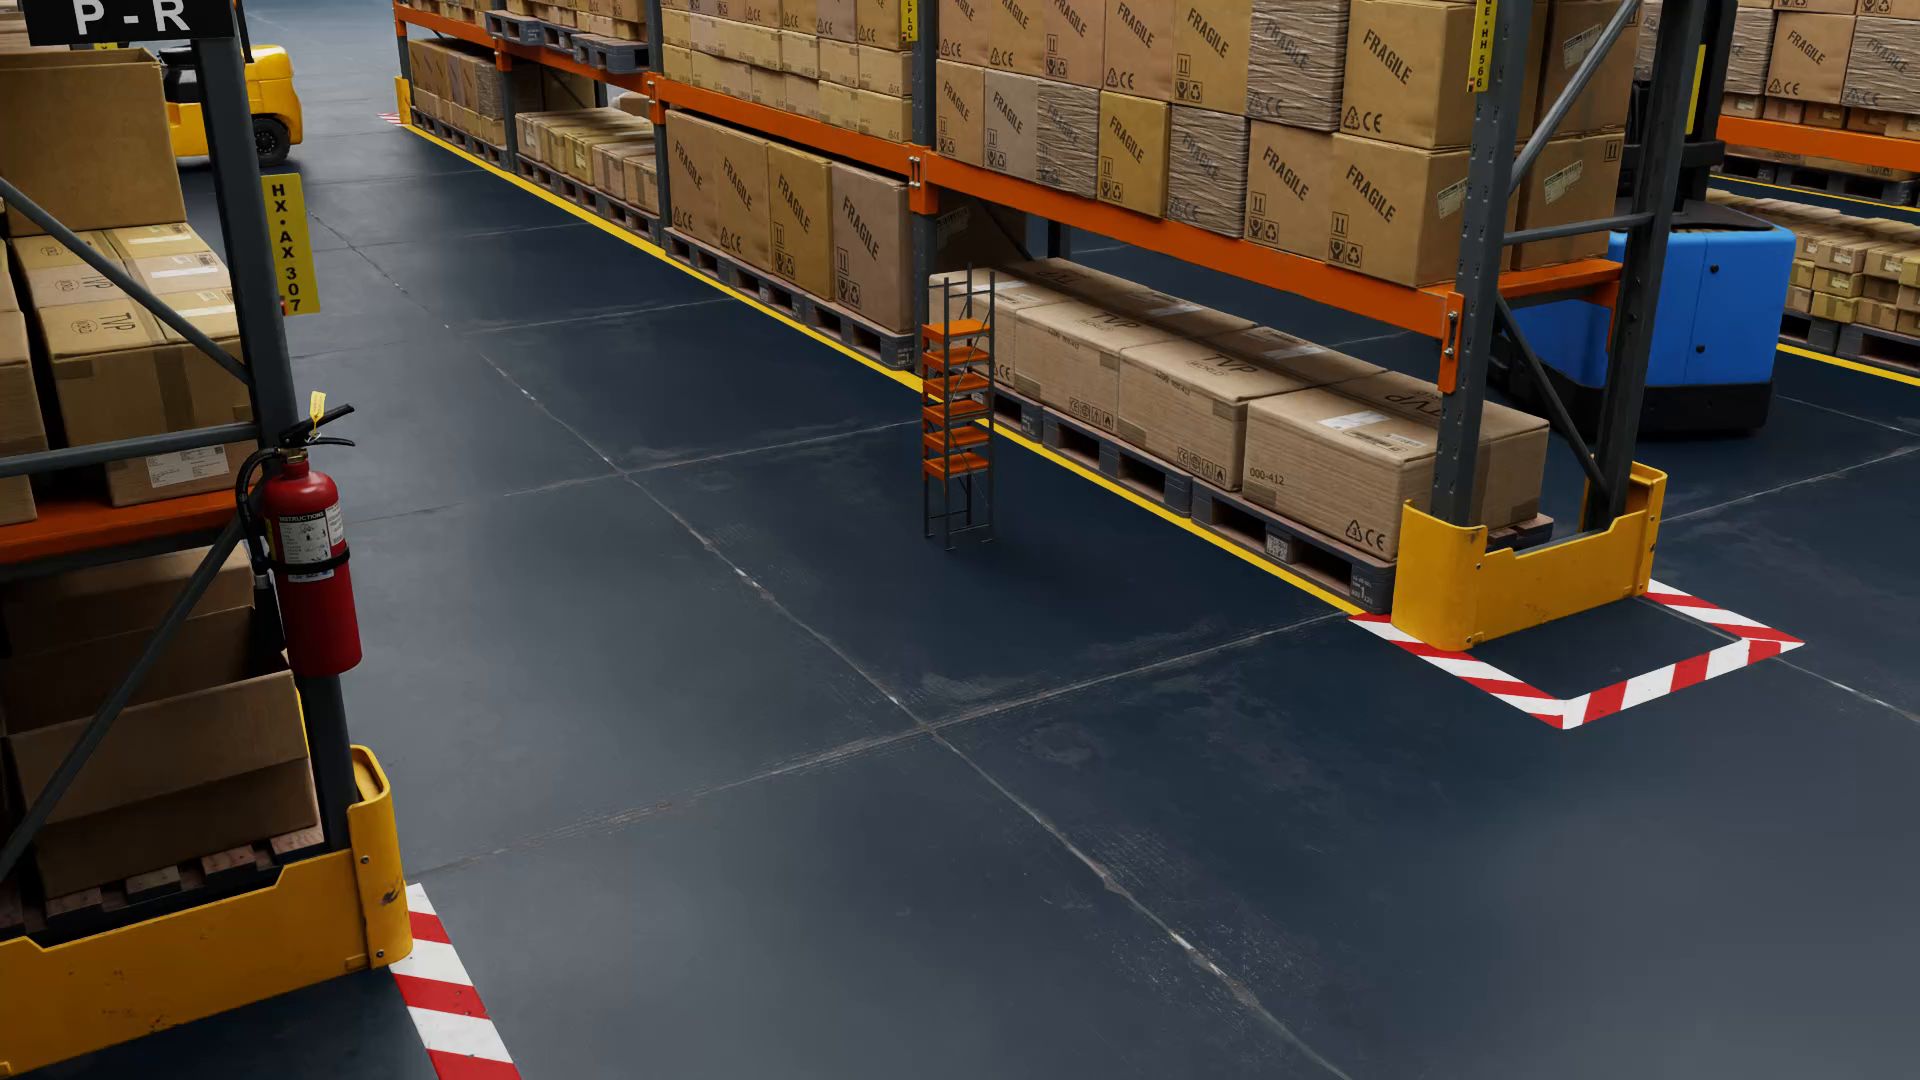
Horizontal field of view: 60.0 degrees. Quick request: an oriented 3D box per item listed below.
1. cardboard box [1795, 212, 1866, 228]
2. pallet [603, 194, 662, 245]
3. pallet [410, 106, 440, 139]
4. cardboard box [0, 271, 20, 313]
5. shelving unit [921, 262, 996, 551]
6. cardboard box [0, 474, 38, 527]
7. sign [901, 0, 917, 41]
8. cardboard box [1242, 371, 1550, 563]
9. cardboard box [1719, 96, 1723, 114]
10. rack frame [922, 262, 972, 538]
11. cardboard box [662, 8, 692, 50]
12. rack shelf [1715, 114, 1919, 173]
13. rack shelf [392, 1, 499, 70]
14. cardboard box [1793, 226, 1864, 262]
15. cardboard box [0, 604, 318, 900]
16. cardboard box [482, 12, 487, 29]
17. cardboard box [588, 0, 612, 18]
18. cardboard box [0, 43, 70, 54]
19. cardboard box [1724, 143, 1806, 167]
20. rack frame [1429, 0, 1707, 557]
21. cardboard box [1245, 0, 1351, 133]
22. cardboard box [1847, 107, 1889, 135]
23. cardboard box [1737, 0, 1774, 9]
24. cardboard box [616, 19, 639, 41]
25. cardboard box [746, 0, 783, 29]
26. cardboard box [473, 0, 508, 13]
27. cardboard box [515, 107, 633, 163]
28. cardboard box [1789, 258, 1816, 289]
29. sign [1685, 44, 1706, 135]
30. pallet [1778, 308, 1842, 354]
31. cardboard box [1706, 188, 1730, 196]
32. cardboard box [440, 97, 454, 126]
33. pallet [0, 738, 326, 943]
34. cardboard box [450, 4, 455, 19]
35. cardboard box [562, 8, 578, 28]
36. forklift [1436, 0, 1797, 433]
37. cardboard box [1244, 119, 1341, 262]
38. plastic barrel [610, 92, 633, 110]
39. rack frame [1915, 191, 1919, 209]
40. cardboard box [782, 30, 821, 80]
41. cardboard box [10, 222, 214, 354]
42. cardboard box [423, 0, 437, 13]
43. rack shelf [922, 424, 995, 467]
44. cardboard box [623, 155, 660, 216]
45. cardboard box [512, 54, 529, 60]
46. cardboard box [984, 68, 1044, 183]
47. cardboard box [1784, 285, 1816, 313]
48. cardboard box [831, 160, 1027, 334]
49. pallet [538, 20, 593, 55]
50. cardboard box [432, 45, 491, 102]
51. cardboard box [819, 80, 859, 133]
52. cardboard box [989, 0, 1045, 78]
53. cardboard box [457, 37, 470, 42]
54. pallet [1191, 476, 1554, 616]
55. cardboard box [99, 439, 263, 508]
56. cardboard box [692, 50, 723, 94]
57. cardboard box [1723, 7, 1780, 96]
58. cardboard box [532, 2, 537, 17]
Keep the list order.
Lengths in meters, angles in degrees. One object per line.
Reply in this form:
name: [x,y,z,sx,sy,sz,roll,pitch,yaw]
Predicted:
cardboard box: [5.567,-1.987,10.656,0.380,0.149,0.250,-13,25,-28]
pallet: [-2.245,-2.684,13.635,1.003,0.211,1.213,-13,25,-28]
pallet: [-5.511,-4.726,18.659,1.003,0.211,1.213,-13,25,-28]
cardboard box: [-2.752,-0.510,4.388,0.500,0.250,0.500,-13,25,-28]
shelving unit: [-0.007,-0.561,7.097,0.258,1.200,0.189,-13,25,-28]
cardboard box: [-2.426,-0.116,3.948,0.380,0.149,0.250,-13,25,-29]
sign: [-0.266,-2.820,8.833,0.100,0.325,0.005,-13,25,-28]
cardboard box: [1.816,-0.335,6.997,0.875,0.438,0.875,-14,26,-30]
cardboard box: [4.847,-2.813,10.582,0.380,0.149,0.250,-12,25,-27]
rack frame: [-0.054,-0.590,7.170,0.240,1.200,0.006,-13,25,-28]
cardboard box: [-1.801,-3.673,11.900,0.500,0.250,0.500,-13,25,-29]
rack shelf: [5.421,-2.432,10.267,1.077,0.370,4.000,-13,25,-28]
rack shelf: [-4.912,-5.332,17.401,1.077,0.370,4.000,-13,25,-28]
cardboard box: [5.332,-1.821,10.245,0.380,0.149,0.250,-14,26,-30]
cardboard box: [-2.257,0.569,4.686,0.797,0.503,0.637,-14,26,-30]
cardboard box: [-4.317,-4.947,15.831,0.380,0.149,0.250,-13,25,-29]
cardboard box: [-2.592,-4.360,12.970,0.500,0.500,0.500,-13,26,-29]
cardboard box: [-4.124,-1.912,7.342,0.700,0.500,0.500,-12,25,-27]
cardboard box: [7.914,-4.037,15.523,1.225,0.875,0.875,-14,26,-30]
rack frame: [2.239,-1.133,6.115,1.000,3.000,0.127,-13,25,-28]
cardboard box: [1.496,-1.916,6.582,0.500,0.500,0.500,-13,25,-28]
cardboard box: [5.451,-2.487,9.779,0.380,0.149,0.250,-14,26,-30]
cardboard box: [4.929,-3.533,10.165,0.500,0.500,0.500,-12,25,-27]
cardboard box: [-2.416,-3.935,12.784,0.380,0.149,0.250,-12,25,-27]
cardboard box: [-1.038,-3.532,10.558,0.500,0.500,0.500,-12,25,-27]
cardboard box: [-4.332,-5.298,15.834,0.500,0.500,0.500,-13,26,-30]
cardboard box: [-3.621,-3.825,15.671,0.950,0.372,0.625,-12,25,-28]
cardboard box: [5.270,-1.665,10.258,0.380,0.149,0.250,-11,25,-26]
sign: [2.719,-1.676,6.195,0.100,0.325,0.005,-13,25,-28]
pallet: [5.400,-1.515,10.758,1.003,0.211,1.213,-13,25,-28]
cardboard box: [5.103,-2.343,11.530,0.380,0.149,0.250,-13,25,-29]
cardboard box: [-5.216,-4.578,17.685,0.500,0.250,0.500,-11,24,-25]
pallet: [-2.473,0.832,4.984,1.003,0.211,1.213,-13,25,-28]
cardboard box: [-4.944,-5.363,16.857,0.380,0.149,0.250,-13,26,-29]
cardboard box: [-3.077,-4.348,13.801,0.380,0.149,0.250,-14,26,-30]
forklift: [3.505,-2.417,9.366,1.130,2.935,3.031,-2,22,-5]
cardboard box: [1.522,-1.450,6.762,0.500,0.500,0.500,-13,26,-29]
plastic barrel: [-3.577,-4.741,18.414,0.512,0.421,0.421,4,22,9]
rack frame: [8.715,-4.334,13.991,1.000,3.000,0.127,-13,25,-28]
cardboard box: [-0.770,-3.013,10.275,0.500,0.250,0.500,-12,25,-27]
cardboard box: [-2.546,-0.771,5.028,0.500,0.250,0.500,-13,26,-29]
cardboard box: [-5.480,-5.697,17.679,0.380,0.149,0.250,-12,25,-27]
rack shelf: [-0.007,-0.408,7.159,0.258,0.103,0.180,-13,25,-28]
cardboard box: [-2.127,-2.885,13.357,0.950,0.372,0.625,-15,26,-32]
cardboard box: [-4.244,-4.700,16.988,0.500,0.500,0.500,-11,25,-26]
cardboard box: [0.464,-2.108,8.382,0.500,0.500,0.500,-12,25,-28]
cardboard box: [5.272,-1.528,10.316,0.380,0.149,0.250,-12,25,-27]
cardboard box: [-0.190,-1.823,10.078,0.875,0.875,0.875,-12,25,-27]
pallet: [-2.894,-4.267,14.080,1.003,0.211,1.213,-13,25,-28]
cardboard box: [-5.227,-4.926,17.546,0.500,0.500,0.500,-12,25,-27]
cardboard box: [-0.509,-2.620,9.973,0.500,0.250,0.500,-13,25,-29]
cardboard box: [0.484,-2.572,8.195,0.500,0.500,0.500,-13,25,-29]
cardboard box: [-5.301,-5.371,18.641,0.500,0.500,0.500,-12,25,-28]
pallet: [1.763,-0.085,7.240,1.003,0.211,1.213,-13,25,-28]
cardboard box: [-1.958,-0.220,4.202,0.380,0.149,0.250,-13,25,-29]
cardboard box: [-1.536,-3.284,11.605,0.500,0.250,0.500,-13,26,-30]
cardboard box: [4.921,-3.059,10.326,0.500,0.500,0.500,-13,26,-29]
cardboard box: [-3.549,-4.696,14.658,0.380,0.149,0.250,-11,25,-25]
